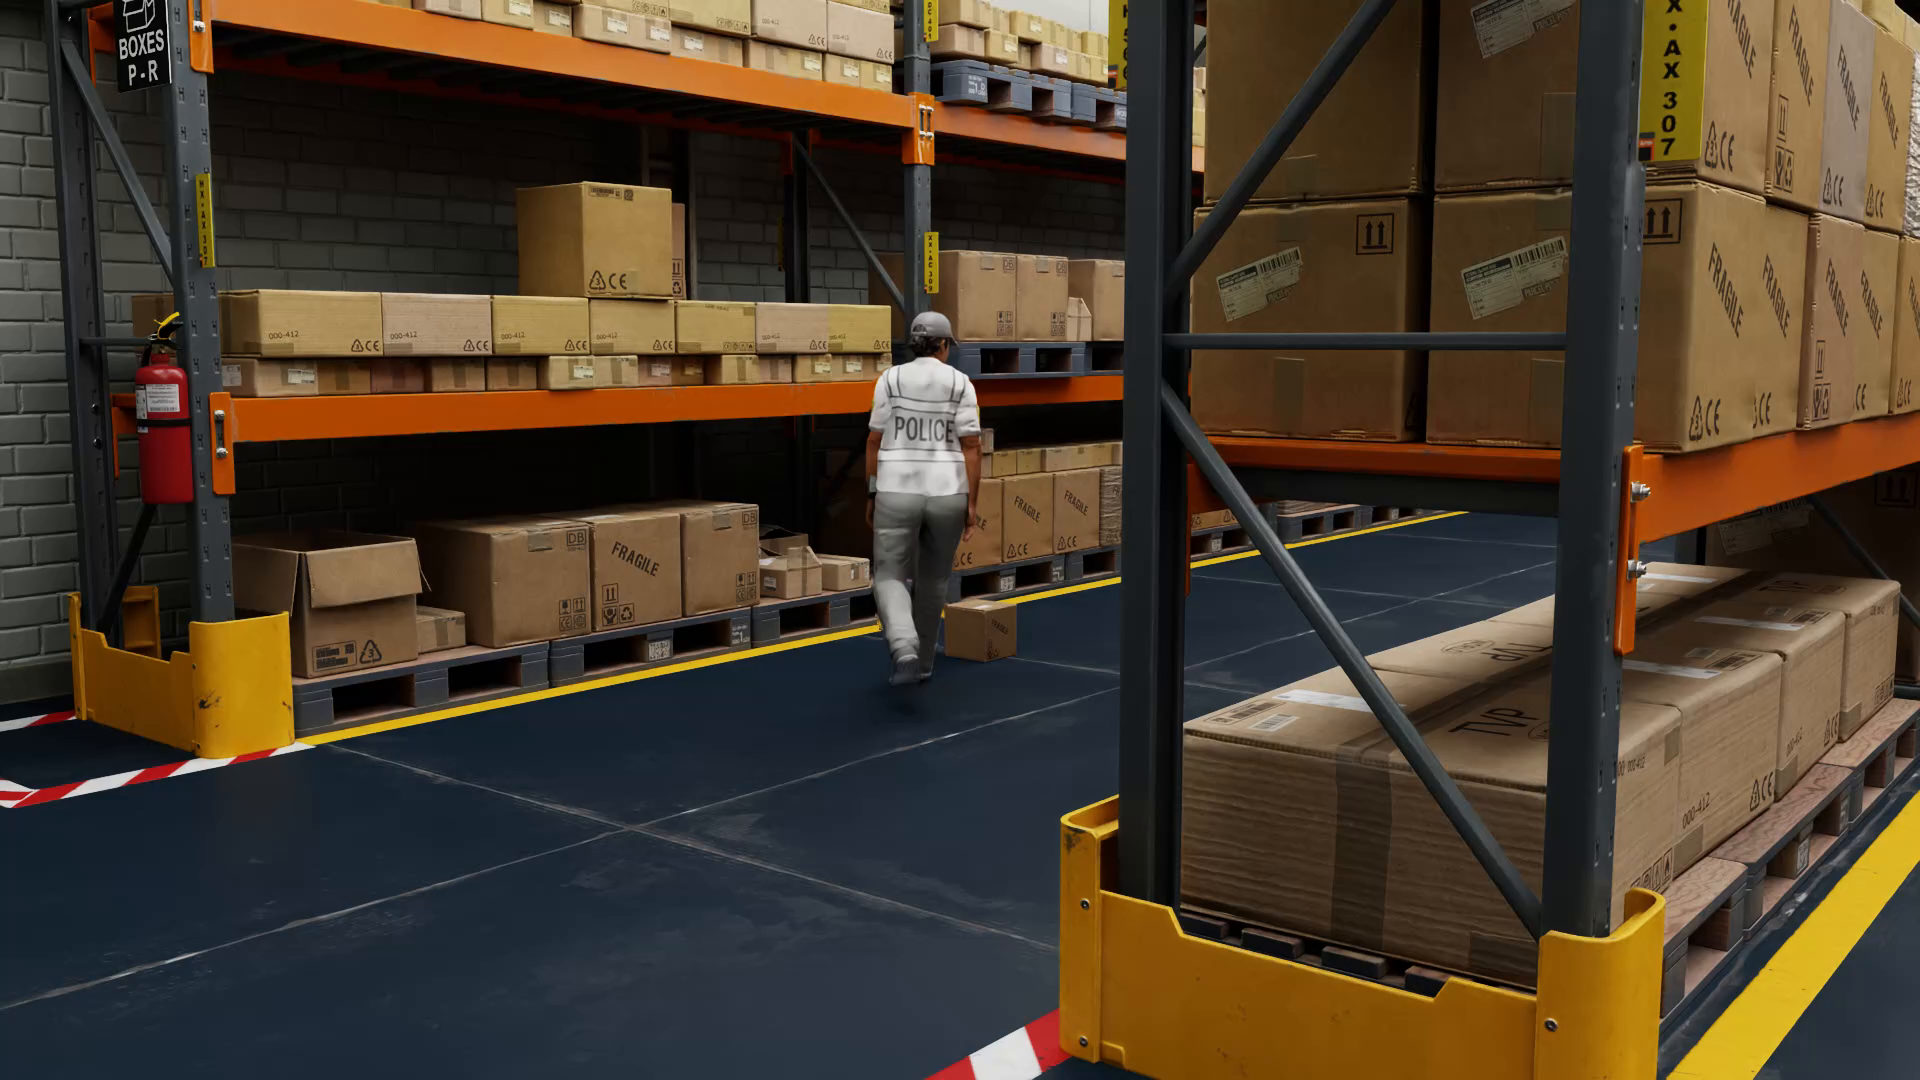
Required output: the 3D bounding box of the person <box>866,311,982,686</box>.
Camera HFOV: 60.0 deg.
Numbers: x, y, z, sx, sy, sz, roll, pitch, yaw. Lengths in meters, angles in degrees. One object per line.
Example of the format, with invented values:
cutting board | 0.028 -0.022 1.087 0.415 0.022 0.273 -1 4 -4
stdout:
person | -0.153 -0.168 7.156 0.488 1.624 0.906 -1 7 -11
